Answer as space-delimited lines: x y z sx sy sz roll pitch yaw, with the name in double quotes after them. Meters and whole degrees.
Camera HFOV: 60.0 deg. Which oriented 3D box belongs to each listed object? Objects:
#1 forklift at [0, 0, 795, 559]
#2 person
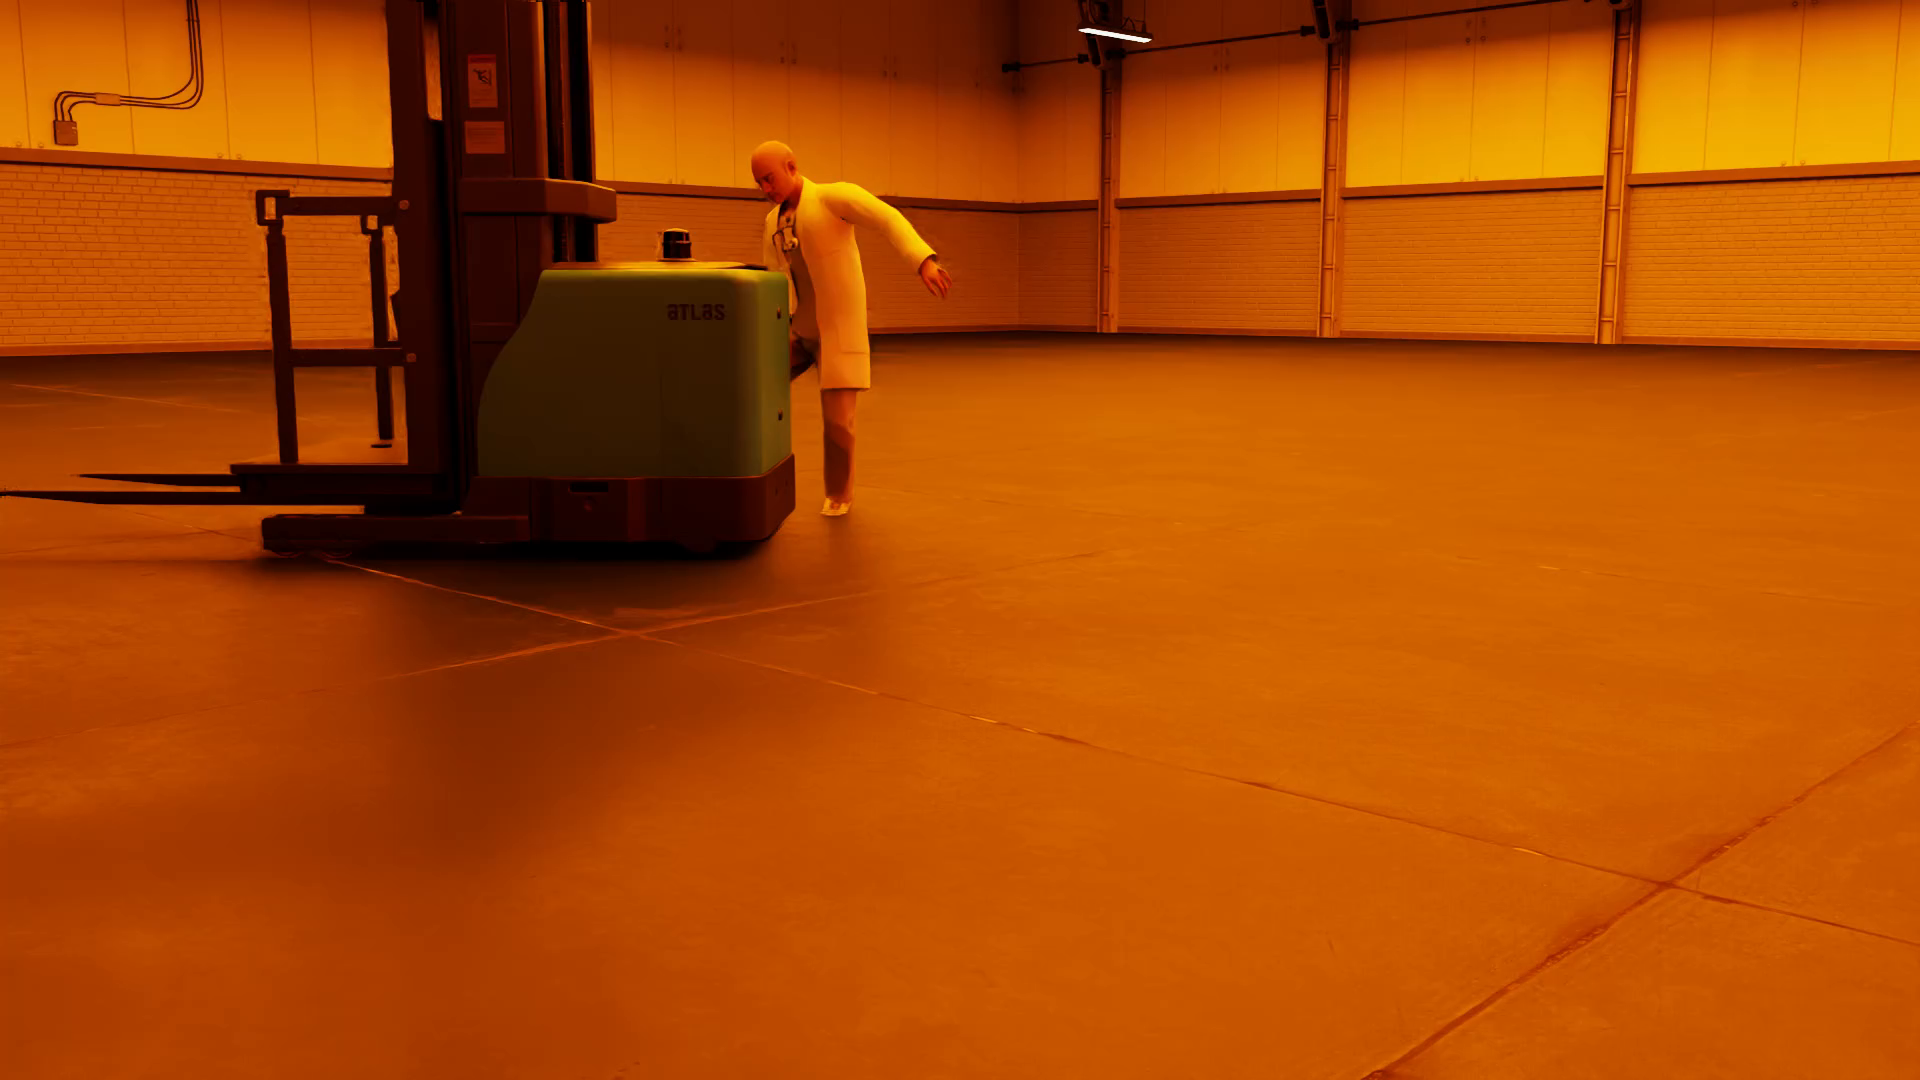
-2.233 -1.456 6.545 3.031 2.935 1.130 0 9 2 "forklift"
-0.563 -0.879 7.304 1.232 1.700 0.624 5 10 29 "person"
